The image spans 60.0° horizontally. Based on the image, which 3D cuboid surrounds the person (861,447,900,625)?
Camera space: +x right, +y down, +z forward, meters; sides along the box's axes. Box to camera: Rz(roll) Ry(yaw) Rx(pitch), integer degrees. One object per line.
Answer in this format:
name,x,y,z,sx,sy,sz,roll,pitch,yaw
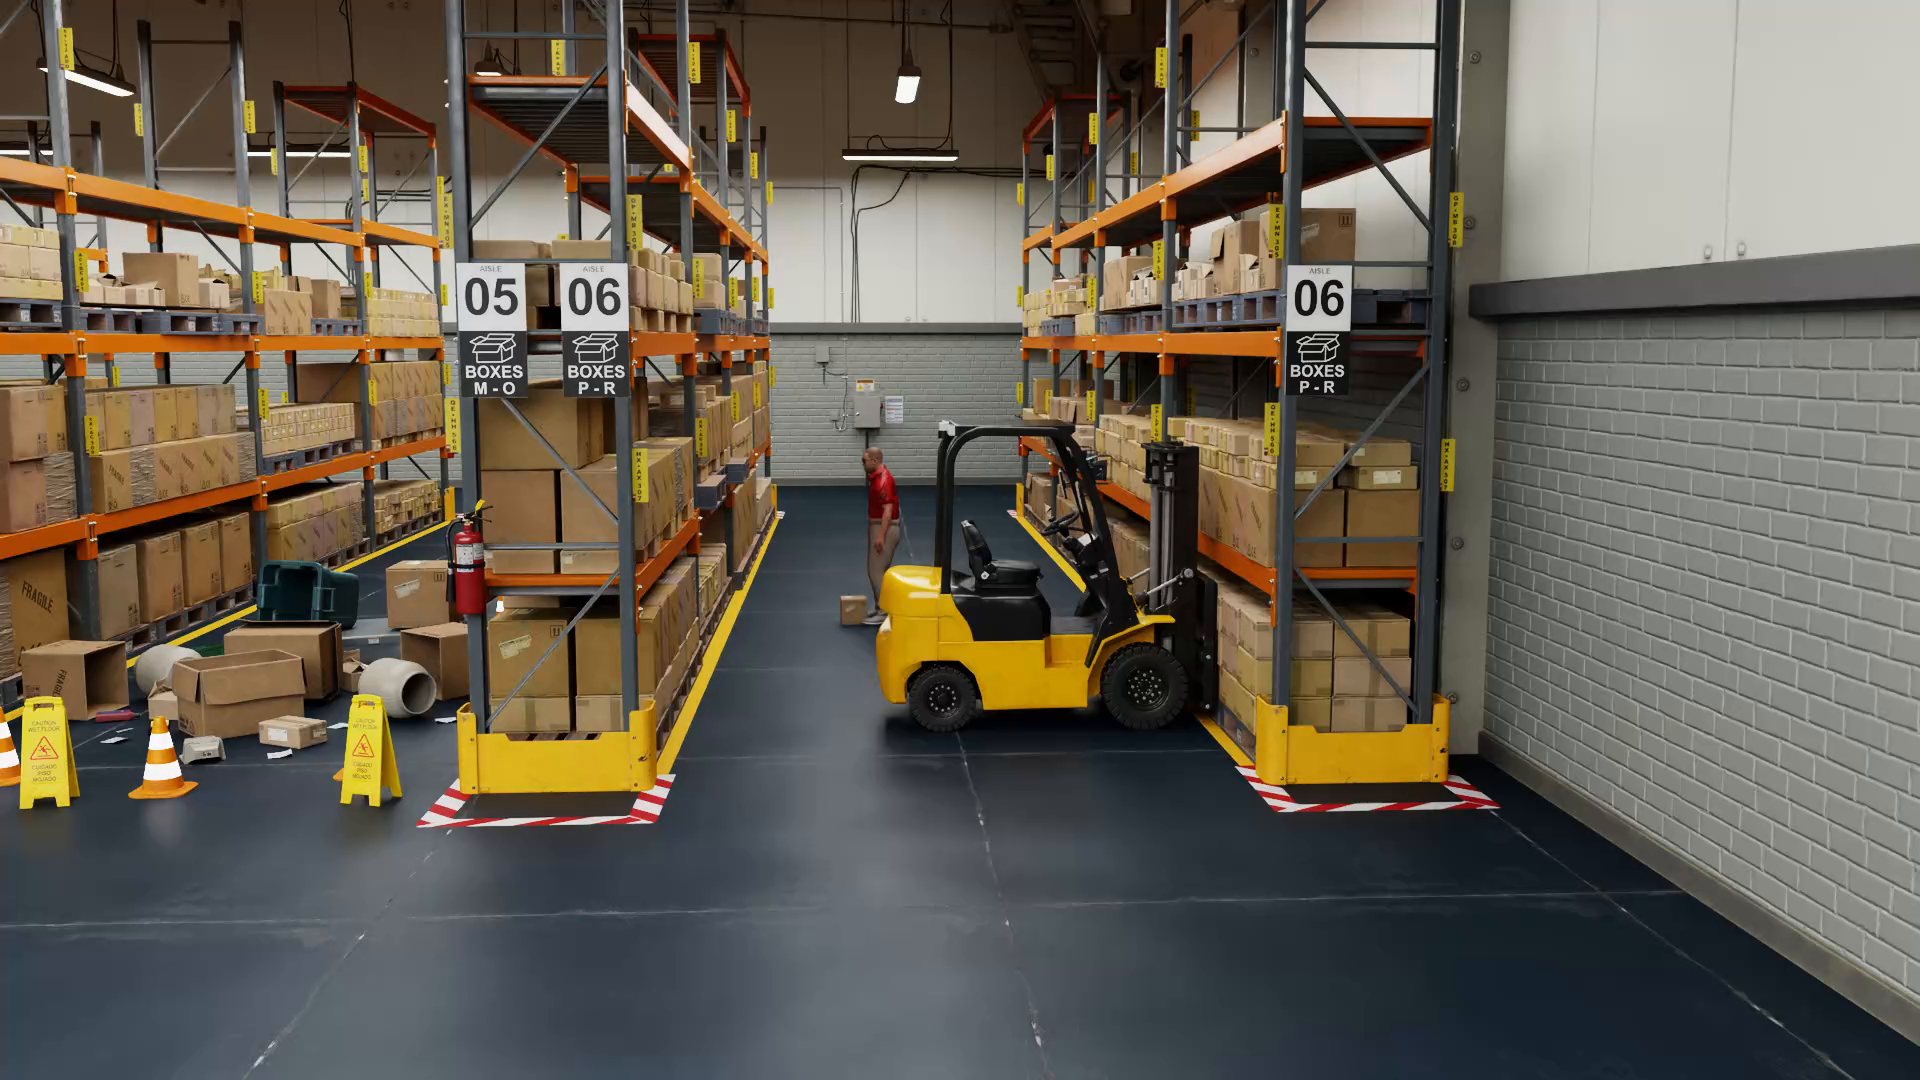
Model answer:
person,-0.785,-0.050,16.220,0.393,1.725,0.593,-1,7,-7
